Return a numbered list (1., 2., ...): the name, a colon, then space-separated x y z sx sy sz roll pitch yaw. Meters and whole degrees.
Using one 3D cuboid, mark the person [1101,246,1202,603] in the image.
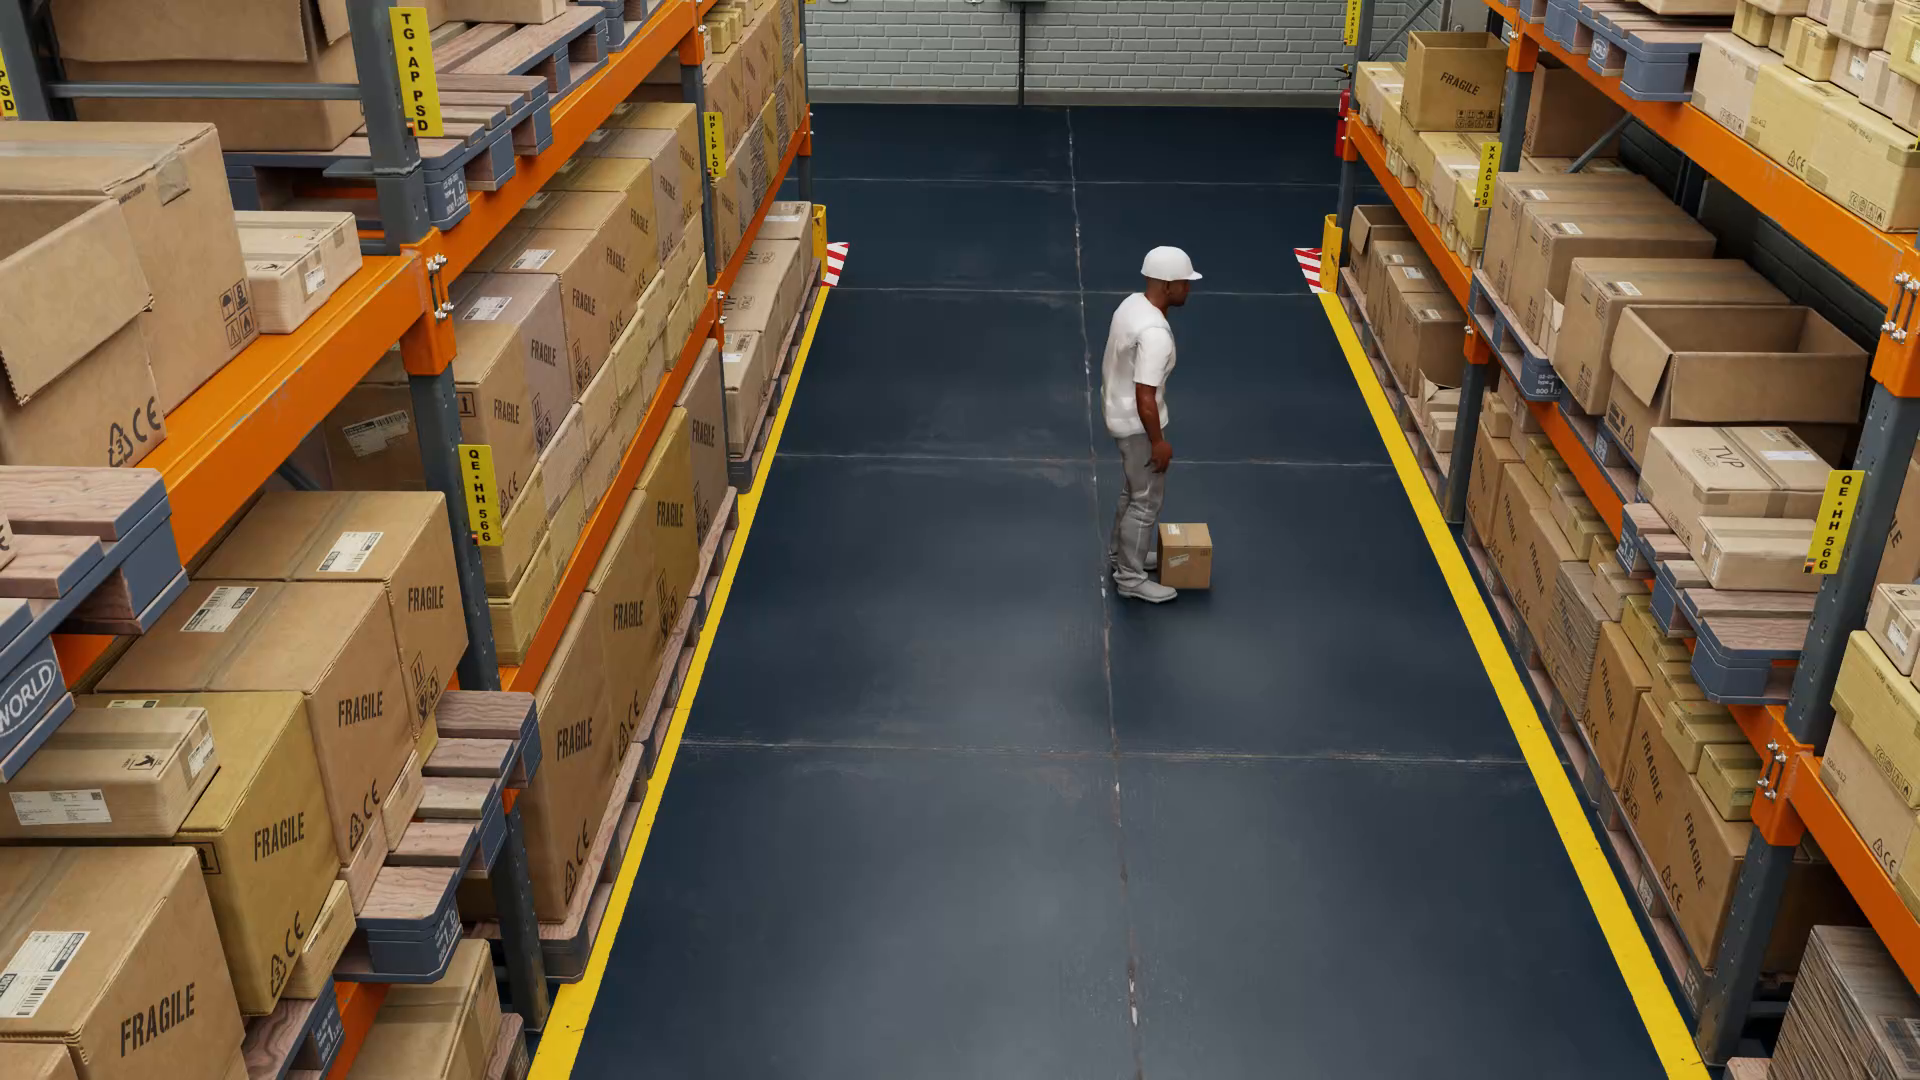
1. person: 0.923 -0.590 8.219 0.454 1.761 0.636 0 28 -1
